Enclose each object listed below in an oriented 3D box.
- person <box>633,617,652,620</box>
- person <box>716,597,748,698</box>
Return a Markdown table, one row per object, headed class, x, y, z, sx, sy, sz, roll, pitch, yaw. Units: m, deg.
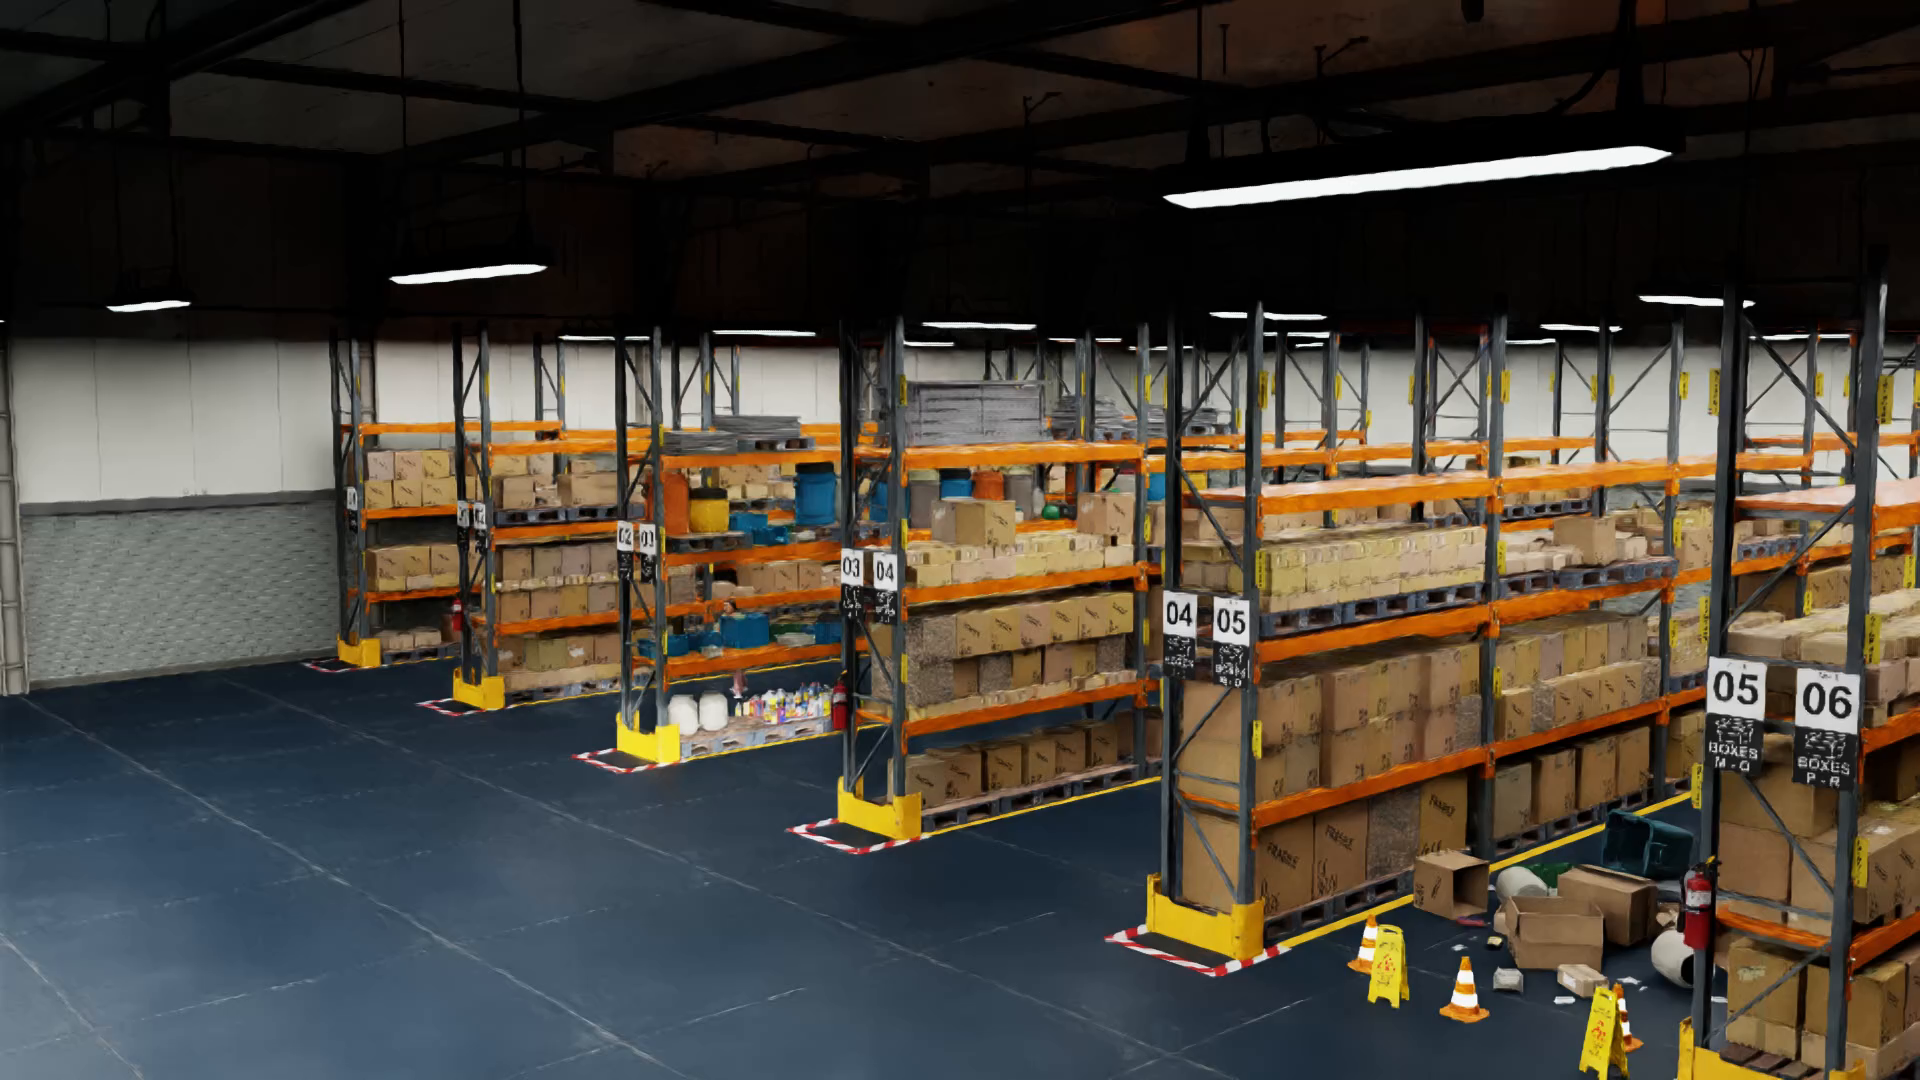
| class | x | y | z | sx | sy | sz | roll | pitch | yaw |
| --- | --- | --- | --- | --- | --- | --- | --- | --- | --- |
| person | -5.831 | 1.313 | 30.375 | 1.043 | 1.716 | 0.589 | -5 | 8 | -43 |
| person | -3.602 | 1.708 | 26.821 | 0.608 | 1.599 | 0.817 | 3 | 7 | 31 |
